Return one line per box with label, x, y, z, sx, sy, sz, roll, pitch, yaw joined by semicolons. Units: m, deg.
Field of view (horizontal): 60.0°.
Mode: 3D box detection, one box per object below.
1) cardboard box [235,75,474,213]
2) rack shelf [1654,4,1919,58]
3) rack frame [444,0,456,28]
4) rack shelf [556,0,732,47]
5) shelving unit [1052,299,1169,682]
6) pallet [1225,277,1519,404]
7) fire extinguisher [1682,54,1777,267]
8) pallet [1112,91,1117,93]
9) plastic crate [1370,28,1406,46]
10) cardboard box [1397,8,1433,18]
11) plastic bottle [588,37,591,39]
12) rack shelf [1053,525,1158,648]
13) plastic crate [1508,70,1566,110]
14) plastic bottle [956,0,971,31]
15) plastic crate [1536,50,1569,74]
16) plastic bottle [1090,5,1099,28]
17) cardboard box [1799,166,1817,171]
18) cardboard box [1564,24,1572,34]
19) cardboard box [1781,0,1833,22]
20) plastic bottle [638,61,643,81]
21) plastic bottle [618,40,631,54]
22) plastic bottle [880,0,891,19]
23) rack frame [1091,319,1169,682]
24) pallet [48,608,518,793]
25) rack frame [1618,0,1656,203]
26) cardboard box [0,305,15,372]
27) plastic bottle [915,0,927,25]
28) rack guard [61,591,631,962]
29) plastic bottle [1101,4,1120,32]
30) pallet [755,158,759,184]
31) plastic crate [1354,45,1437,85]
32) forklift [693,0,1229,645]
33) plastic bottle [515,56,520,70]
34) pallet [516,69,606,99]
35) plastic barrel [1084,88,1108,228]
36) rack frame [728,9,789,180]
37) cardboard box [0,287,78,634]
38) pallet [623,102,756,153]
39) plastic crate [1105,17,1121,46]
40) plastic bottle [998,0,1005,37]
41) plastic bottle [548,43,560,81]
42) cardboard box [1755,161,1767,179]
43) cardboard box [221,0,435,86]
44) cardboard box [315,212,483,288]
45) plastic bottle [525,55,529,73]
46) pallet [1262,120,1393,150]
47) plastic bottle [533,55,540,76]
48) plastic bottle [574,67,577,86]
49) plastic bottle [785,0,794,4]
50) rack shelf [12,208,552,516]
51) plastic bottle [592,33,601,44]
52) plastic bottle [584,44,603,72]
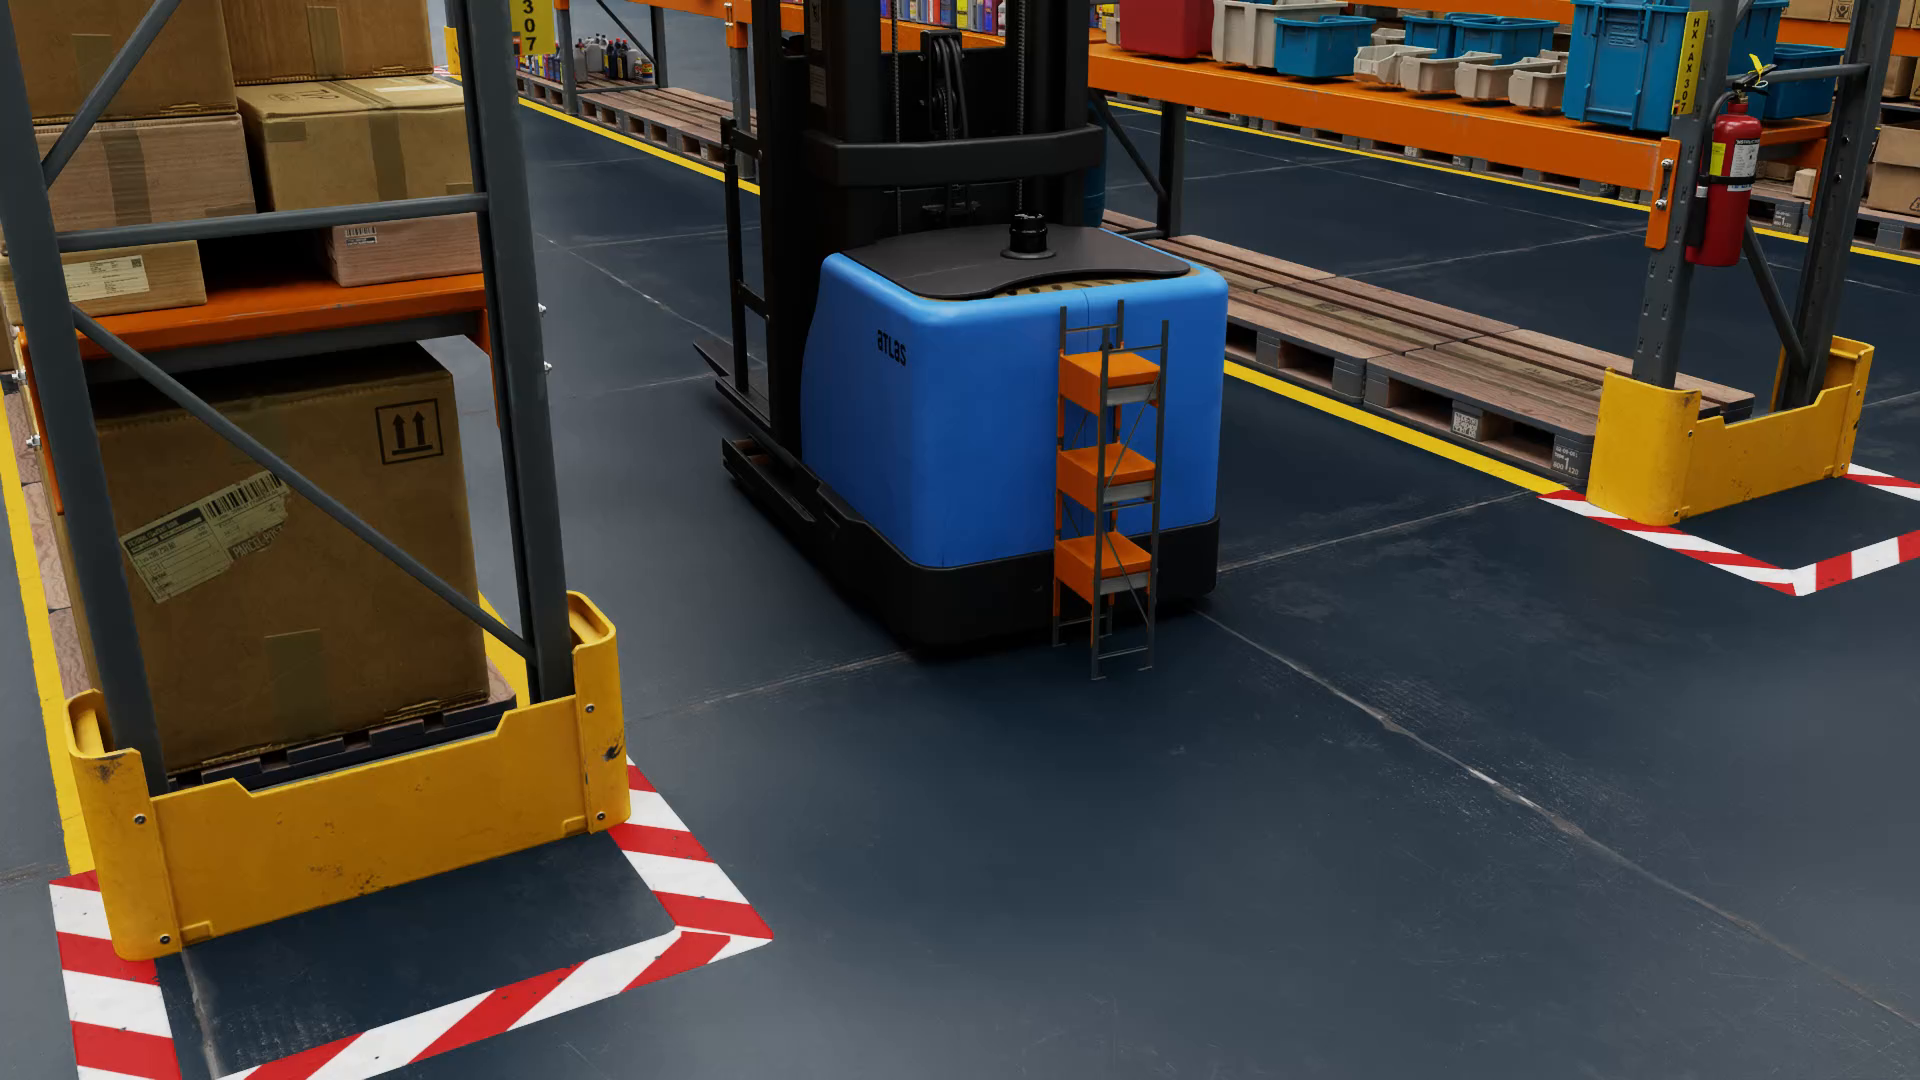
cardboard box;-1.408;-0.924;3.906;0.500;0.250;0.500;-13;26;-30
rack shelf;6.101;-2.867;9.837;1.077;0.370;4.000;-13;25;-28
rack frame;-5.310;-6.781;18.510;1.000;3.000;0.127;-13;25;-28
rack shelf;-2.245;-4.505;13.867;1.077;0.370;4.000;-13;25;-28
shelving unit;0.421;-0.136;4.751;0.215;1.050;0.252;-10;24;-22
pallet;1.856;-0.978;7.938;1.003;0.211;1.213;-13;25;-28
fire extinguisher;2.549;-1.256;5.517;0.296;0.674;0.183;-13;25;-28
pallet;1.403;-4.915;17.622;1.003;0.211;1.213;-13;25;-28
plastic crate;1.967;-2.296;7.747;0.293;0.136;0.466;-13;25;-28
cardboard box;5.640;-6.202;19.822;0.700;0.500;0.500;-12;25;-26
plastic bottle;-3.920;-5.182;17.599;0.061;0.283;0.133;-12;25;-27
rack shelf;0.421;0.132;4.859;0.215;0.259;0.240;-10;24;-22
plastic crate;2.290;-1.736;6.370;0.396;0.136;0.243;-13;25;-28
plastic bottle;0.069;-3.108;9.540;0.144;0.351;0.185;-13;25;-28
plastic crate;2.580;-1.989;6.993;0.250;0.136;0.298;-13;25;-28
plastic bottle;0.806;-3.146;9.738;0.097;0.271;0.097;0;22;0
cardboard box;5.858;-2.491;11.158;0.380;0.149;0.250;-13;25;-28
cardboard box;6.881;-5.365;17.764;0.700;0.500;0.500;-12;25;-27
cardboard box;5.370;-3.511;10.334;0.500;0.500;0.500;-12;25;-27
plastic bottle;-3.105;-4.614;16.311;0.097;0.201;0.097;0;22;0
plastic bottle;-3.323;-4.804;16.580;0.144;0.351;0.185;-12;25;-27
plastic bottle;-0.449;-3.374;10.283;0.061;0.283;0.133;-13;25;-28
rack frame;0.471;-0.094;4.648;0.200;1.050;0.008;-10;24;-22
pallet;-1.871;0.399;4.548;1.003;0.211;1.213;-13;25;-28
rack frame;5.080;-3.848;11.294;1.000;3.000;0.127;-13;25;-28
cardboard box;-3.783;-1.357;7.430;1.225;0.875;0.875;-13;25;-28
plastic bottle;-0.173;-3.229;9.937;0.152;0.276;0.135;-13;25;-28
rack guard;-1.383;0.517;3.875;1.175;0.500;0.348;-13;25;-28
plastic bottle;0.898;-3.063;9.428;0.144;0.351;0.185;-13;25;-28
pallet;-0.785;-2.652;12.056;1.003;0.211;1.213;-13;25;-28
plastic crate;1.824;-2.010;7.044;0.298;0.136;0.250;-13;25;-28
forklift;-0.256;-1.571;5.785;1.130;2.935;3.031;-10;24;-22
plastic bottle;-4.552;-5.002;17.158;0.061;0.283;0.133;-12;25;-27
pallet;-4.202;-4.815;17.377;1.003;0.211;1.213;-13;25;-28
plastic barrel;0.556;-2.298;9.710;0.600;0.901;0.708;-13;25;-28
rack frame;-1.224;-4.191;12.139;1.000;3.000;0.127;-13;25;-28
cardboard box;-2.256;-0.345;4.941;0.875;0.875;0.875;-13;25;-28
pallet;-2.205;-3.552;14.270;1.003;0.211;1.213;-13;25;-28
plastic crate;0.934;-2.624;8.553;0.396;0.136;0.243;-13;25;-28
plastic bottle;0.257;-2.902;9.231;0.097;0.201;0.097;0;22;0
plastic bottle;-3.942;-4.678;16.270;0.144;0.351;0.185;-14;26;-31
cardboard box;5.108;-2.628;11.281;0.500;0.311;0.500;-13;25;-28
cardboard box;-1.664;-1.433;4.163;0.500;0.500;0.500;-13;26;-30
cardboard box;-1.293;-0.711;3.910;0.380;0.149;0.250;-12;25;-28
plastic bottle;-4.375;-4.866;16.931;0.097;0.201;0.097;0;22;0
pallet;3.385;-3.602;14.392;1.003;0.211;1.213;-13;25;-28
plastic bottle;-4.186;-4.801;16.672;0.152;0.276;0.135;-12;25;-27
plastic bottle;-3.720;-4.451;15.910;0.097;0.201;0.097;0;22;0
plastic bottle;-1.152;-3.819;11.380;0.061;0.283;0.133;-13;25;-28
rack shelf;-2.417;-0.963;5.152;1.077;0.370;4.000;-13;25;-28
plastic bottle;-3.731;-5.062;17.217;0.144;0.351;0.185;-11;25;-26
plastic bottle;-3.751;-4.931;16.992;0.152;0.276;0.135;-13;25;-28
